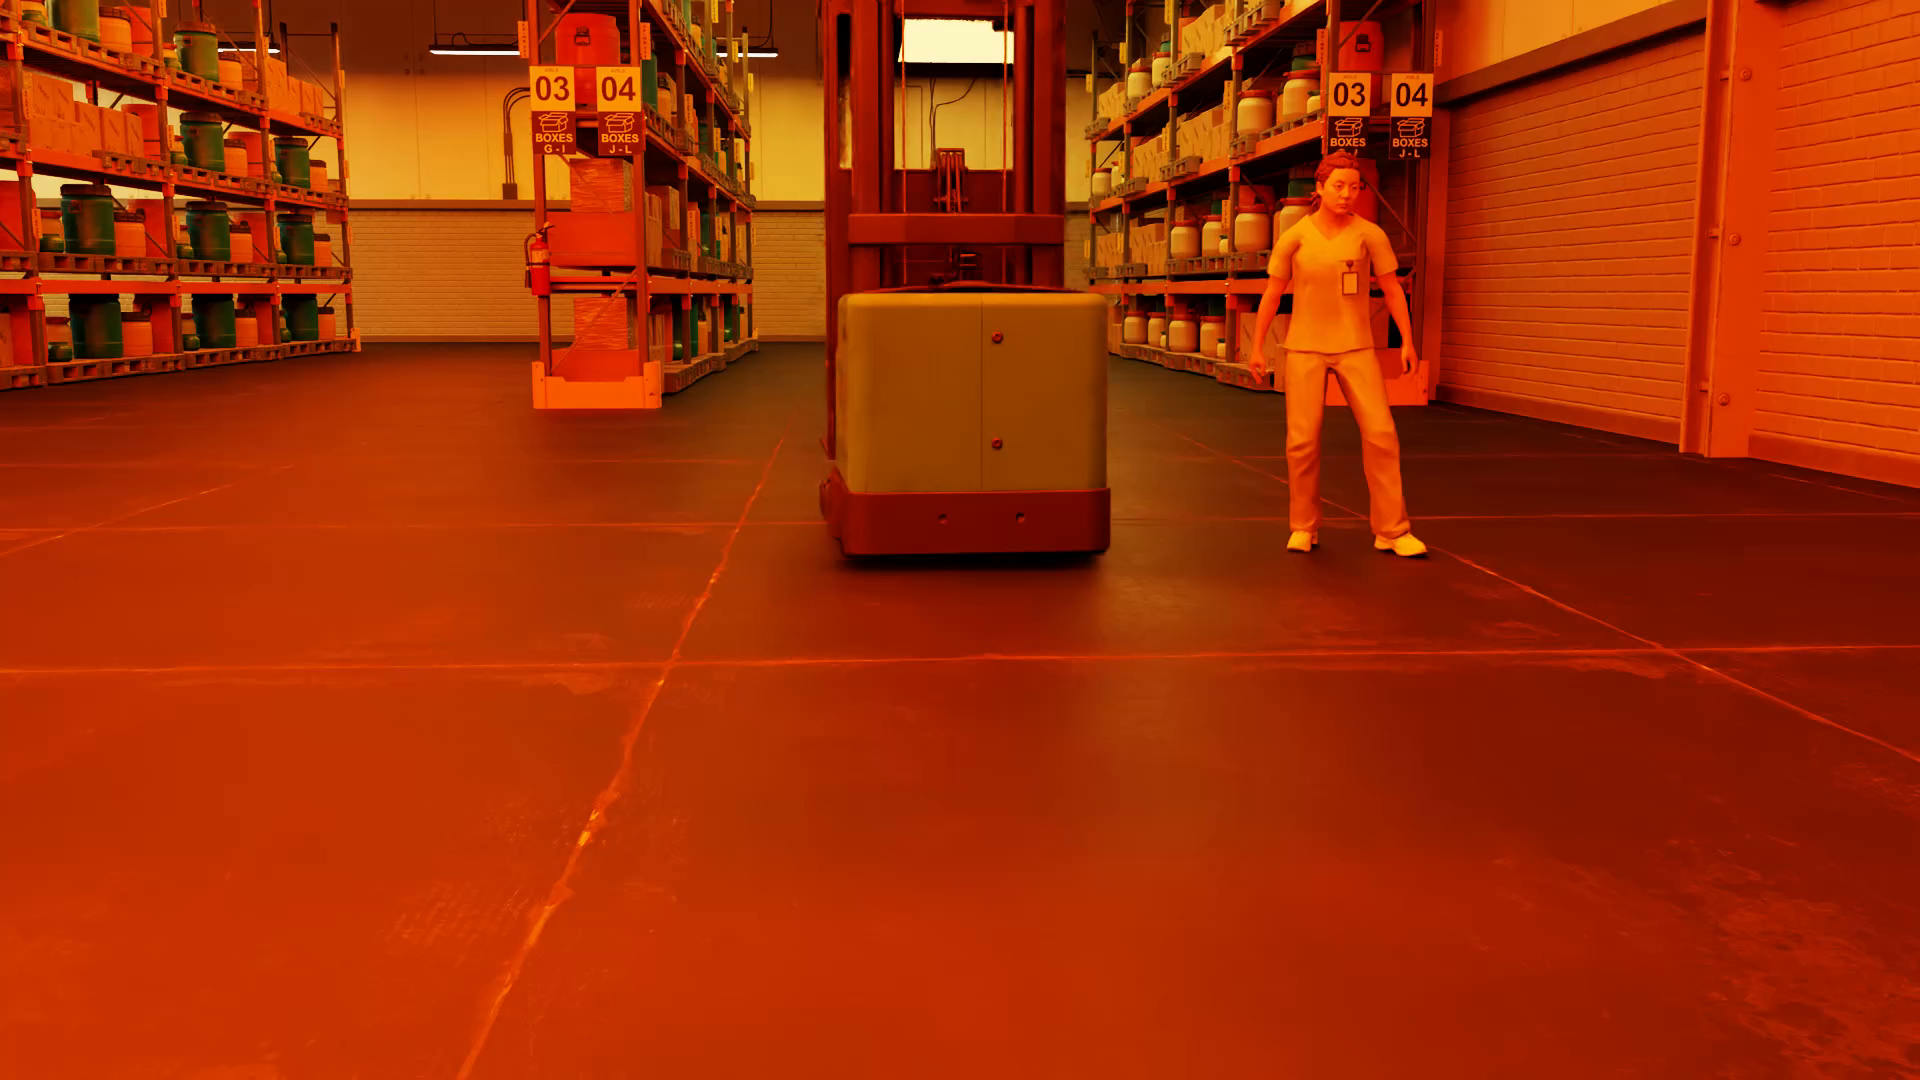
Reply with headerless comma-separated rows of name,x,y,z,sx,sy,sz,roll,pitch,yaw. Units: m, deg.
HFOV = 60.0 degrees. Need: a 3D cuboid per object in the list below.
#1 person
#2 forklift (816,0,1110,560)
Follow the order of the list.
person,1.581,-0.772,6.918,0.745,1.648,0.366,2,9,11
forklift,-0.100,-1.549,7.761,1.130,2.935,3.031,-1,9,-7
